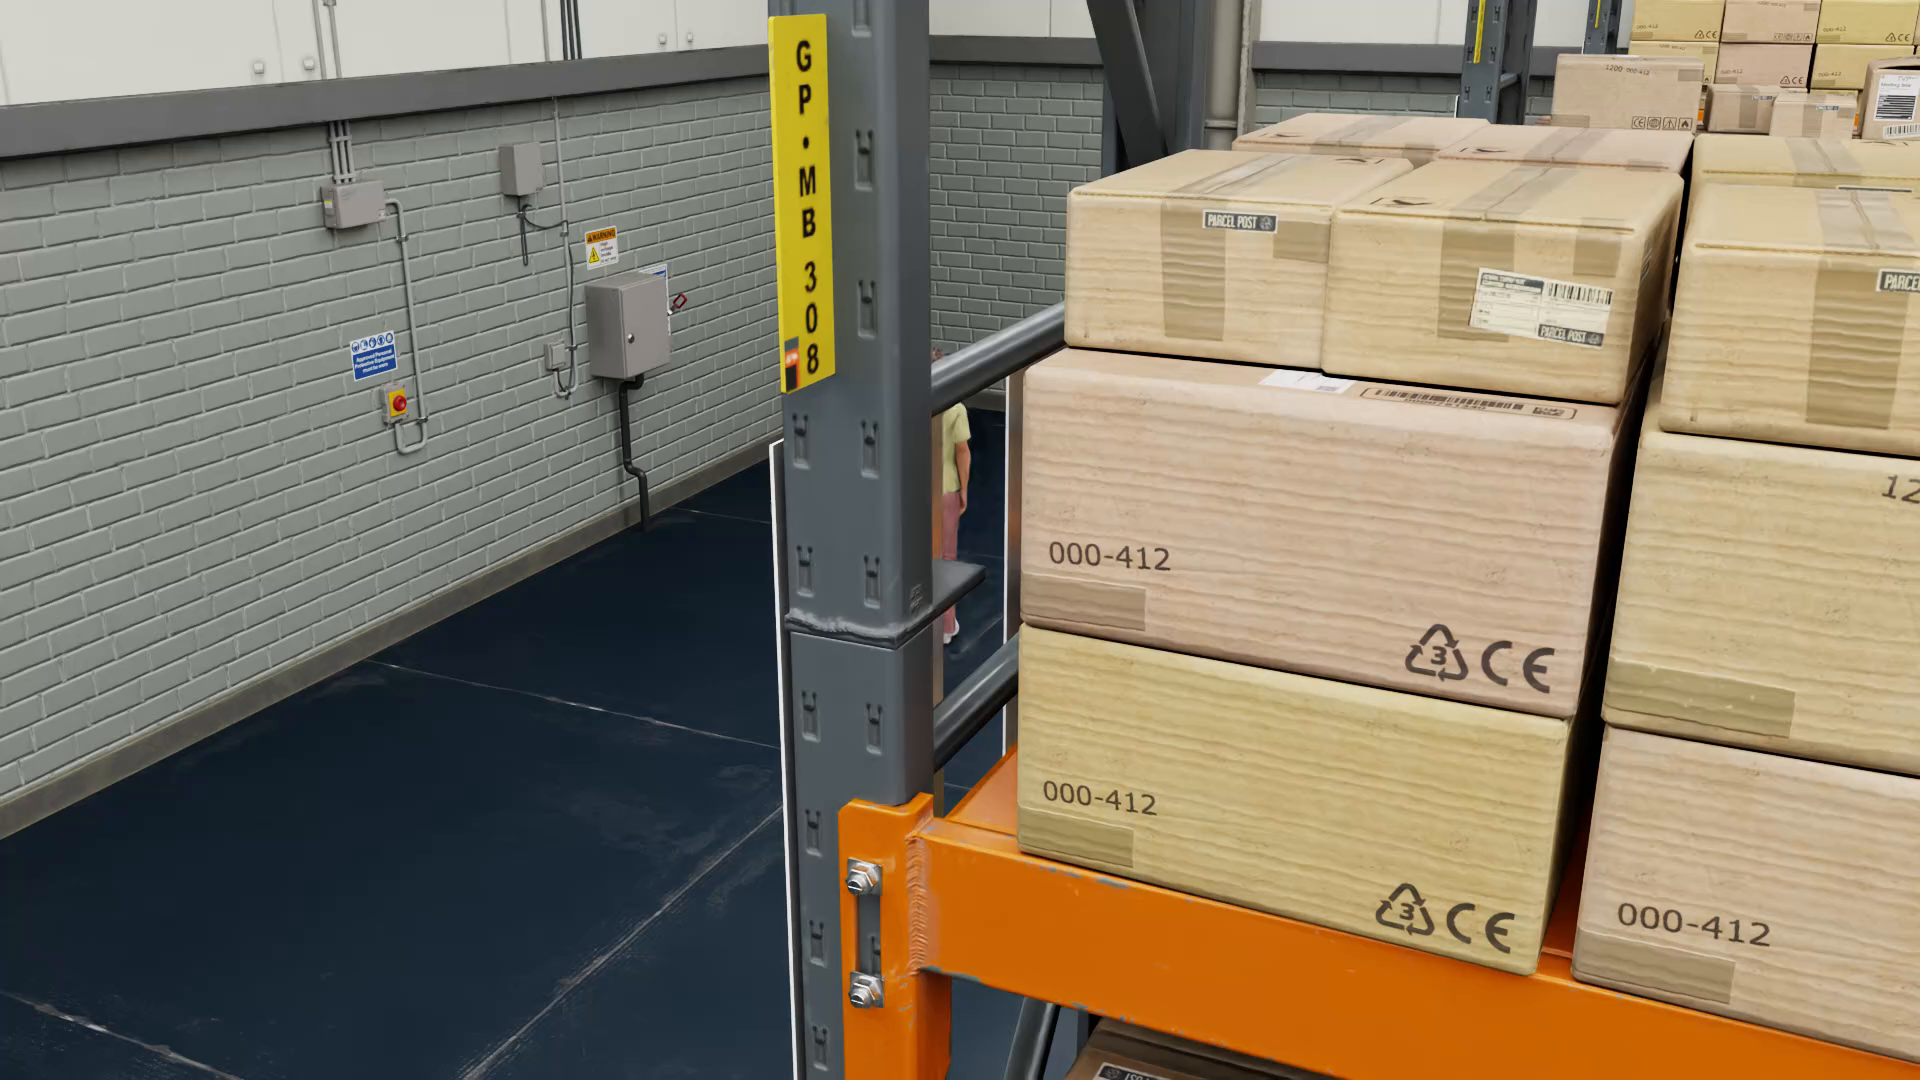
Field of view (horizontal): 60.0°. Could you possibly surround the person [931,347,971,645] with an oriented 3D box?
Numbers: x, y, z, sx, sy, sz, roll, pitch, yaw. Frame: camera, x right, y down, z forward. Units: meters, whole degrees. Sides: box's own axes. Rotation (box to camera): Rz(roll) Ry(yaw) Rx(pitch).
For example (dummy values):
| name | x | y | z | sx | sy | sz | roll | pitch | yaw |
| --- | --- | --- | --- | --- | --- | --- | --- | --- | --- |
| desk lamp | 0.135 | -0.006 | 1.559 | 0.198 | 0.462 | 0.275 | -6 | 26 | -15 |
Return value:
| name | x | y | z | sx | sy | sz | roll | pitch | yaw |
| --- | --- | --- | --- | --- | --- | --- | --- | --- | --- |
| person | -0.180 | -0.268 | 9.299 | 0.453 | 1.670 | 0.525 | -4 | 19 | -10 |
